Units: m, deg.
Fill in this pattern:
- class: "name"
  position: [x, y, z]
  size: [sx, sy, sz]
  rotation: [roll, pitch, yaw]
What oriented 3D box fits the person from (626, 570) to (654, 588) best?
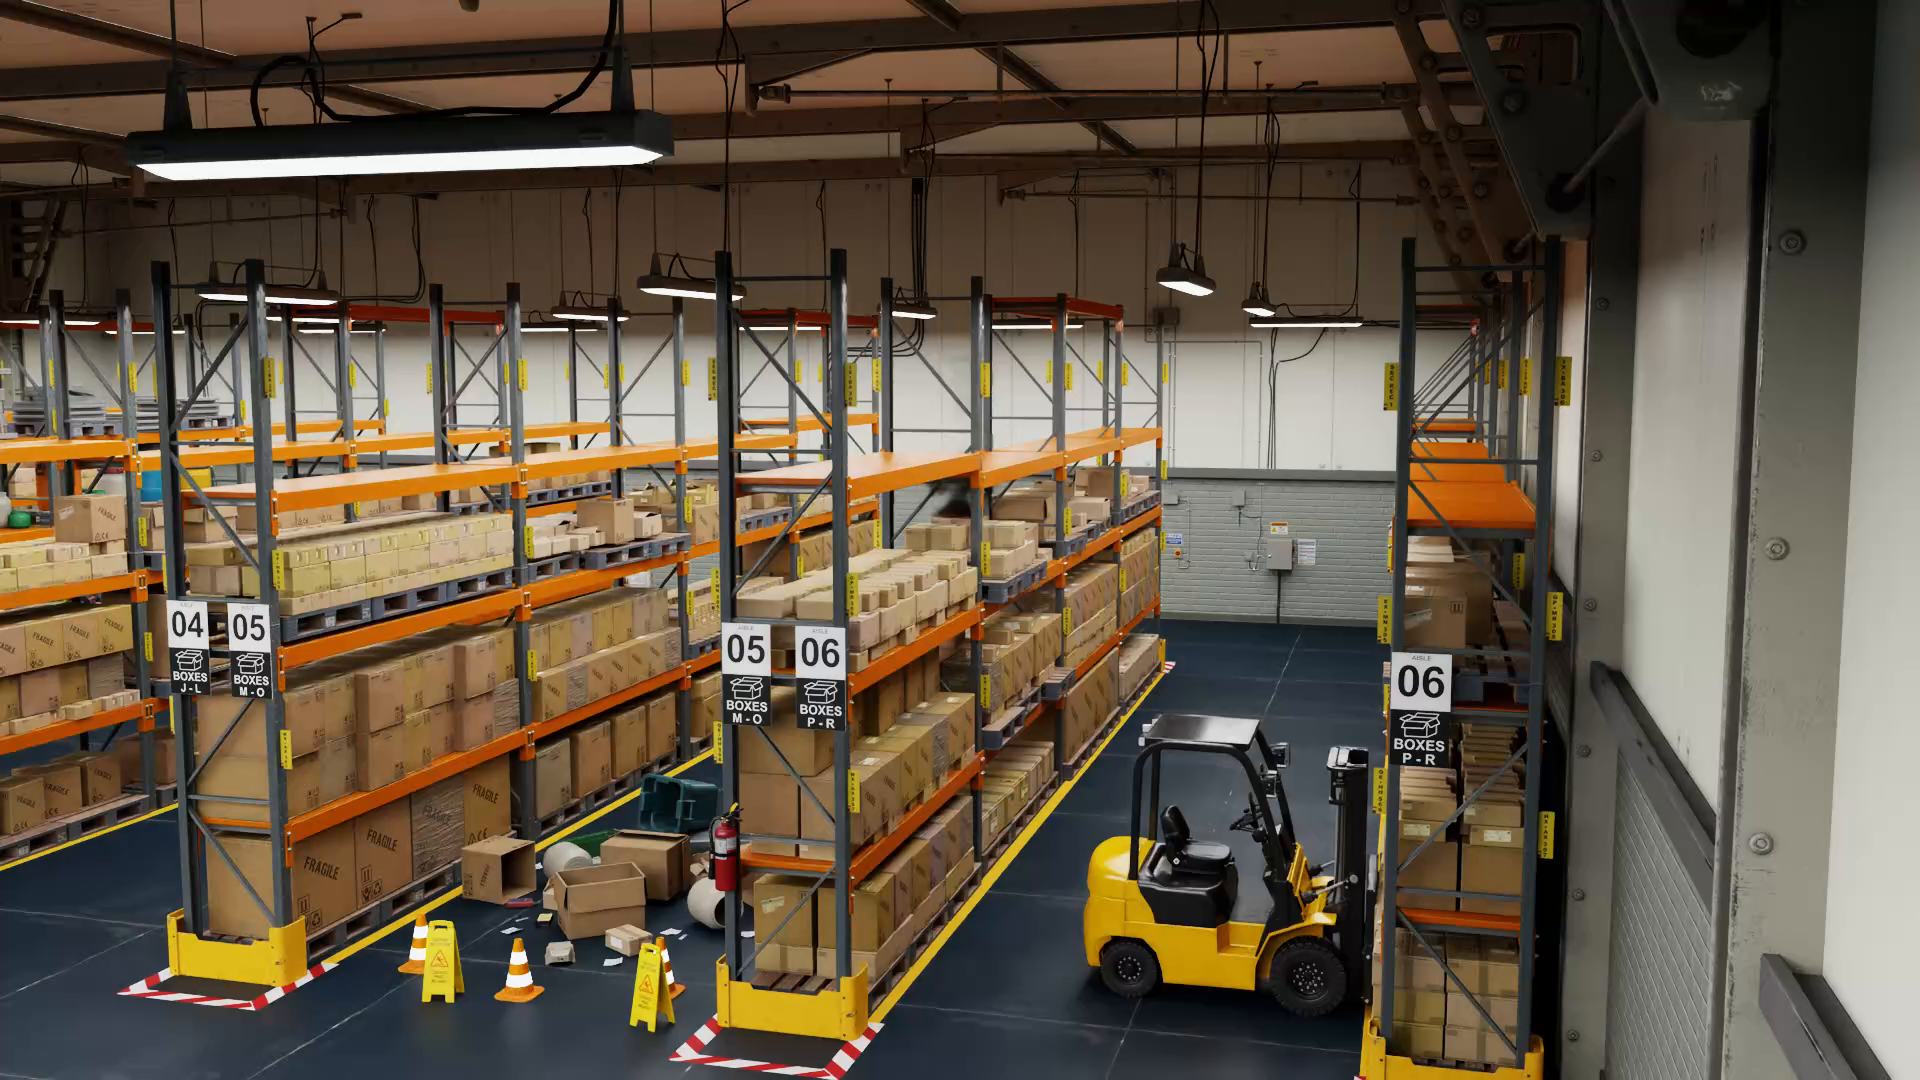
- class: "person"
  position: [-6.112, 0.996, 31.730]
  size: [0.836, 1.681, 0.594]
  rotation: [5, 8, 40]
